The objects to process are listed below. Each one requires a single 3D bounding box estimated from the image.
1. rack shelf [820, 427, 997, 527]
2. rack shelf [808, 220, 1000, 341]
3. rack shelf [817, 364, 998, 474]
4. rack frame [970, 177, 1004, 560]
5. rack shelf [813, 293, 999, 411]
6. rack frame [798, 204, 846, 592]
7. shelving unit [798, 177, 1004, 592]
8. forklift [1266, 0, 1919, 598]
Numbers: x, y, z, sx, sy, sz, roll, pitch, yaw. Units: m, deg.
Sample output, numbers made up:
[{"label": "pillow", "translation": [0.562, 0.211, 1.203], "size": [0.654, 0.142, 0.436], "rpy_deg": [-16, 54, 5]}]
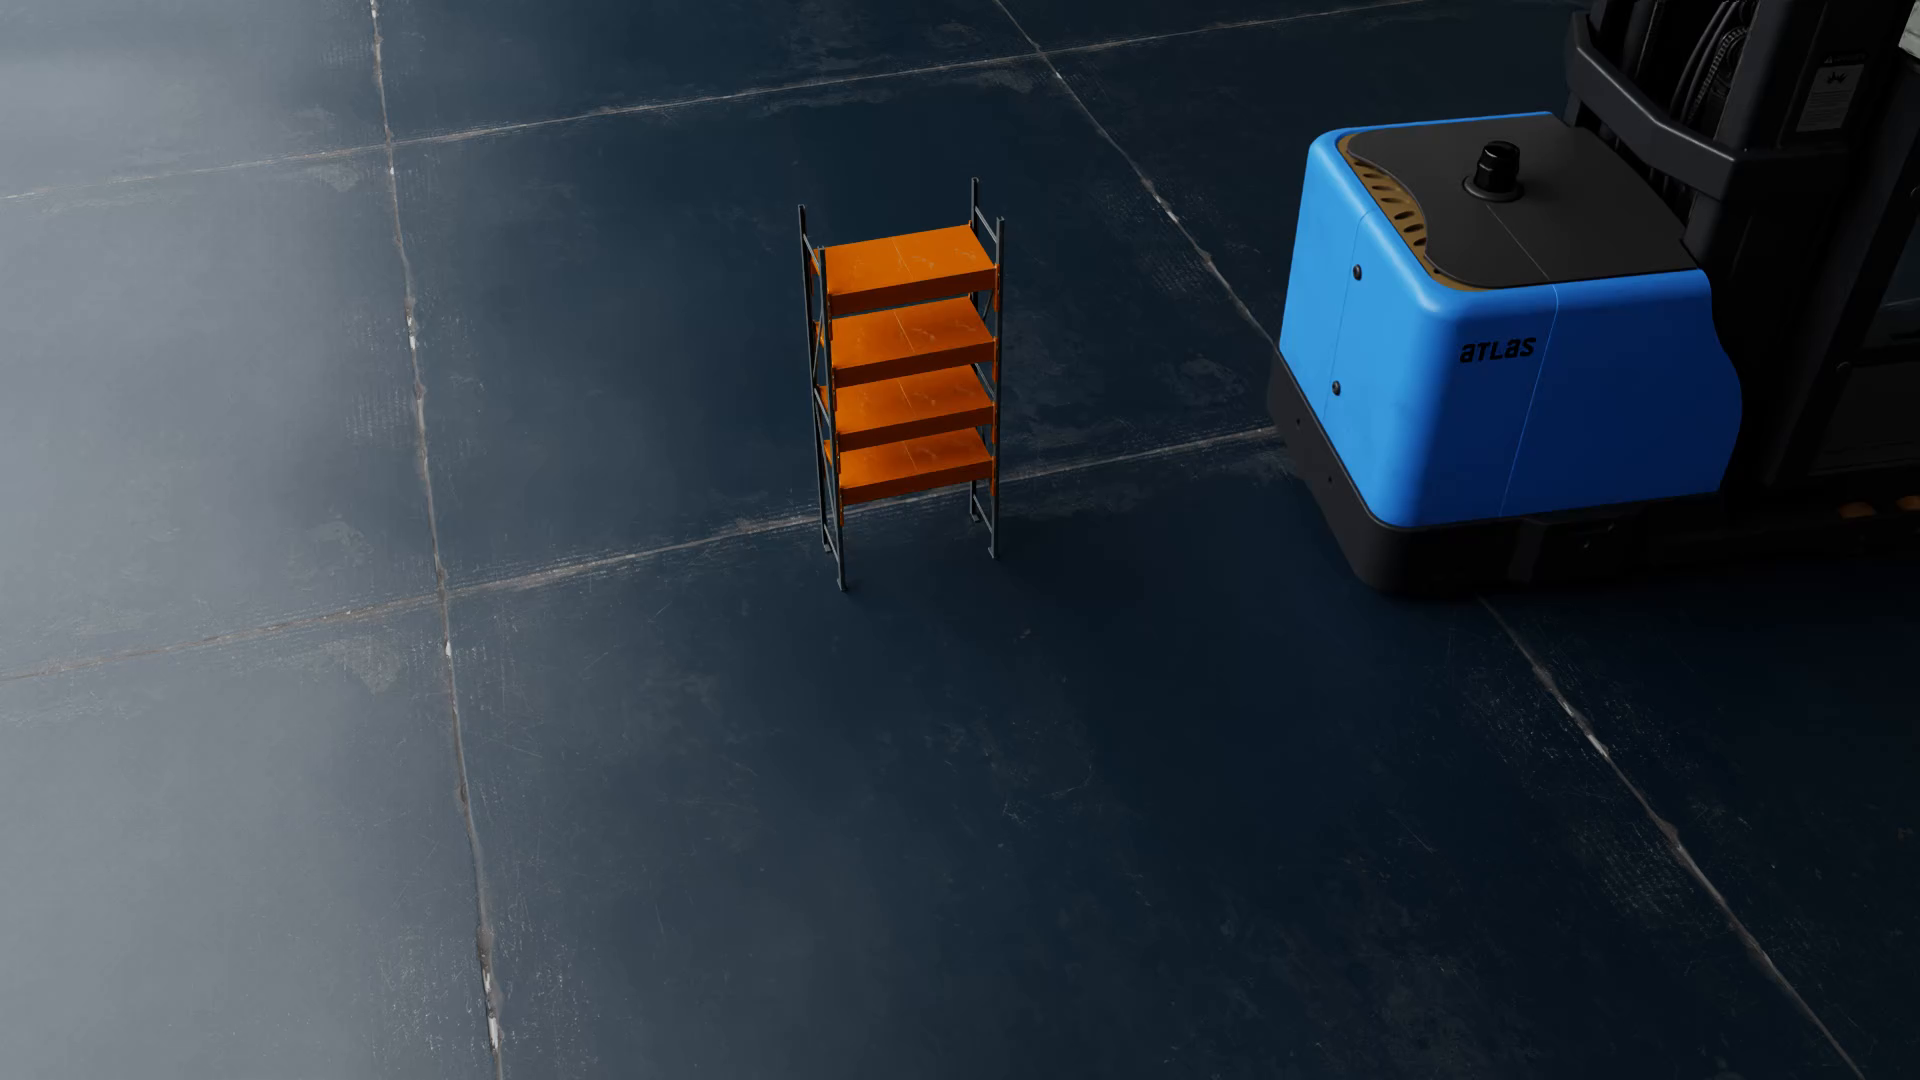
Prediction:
[{"label": "rack shelf", "translation": [-0.158, -0.219, 4.993], "size": [0.480, 0.148, 0.258], "rpy_deg": [-12, 42, -13]}, {"label": "rack shelf", "translation": [-0.158, -0.715, 4.559], "size": [0.480, 0.148, 0.258], "rpy_deg": [-12, 42, -13]}, {"label": "rack shelf", "translation": [-0.158, -0.368, 4.862], "size": [0.480, 0.148, 0.258], "rpy_deg": [-12, 42, -13]}, {"label": "rack frame", "translation": [0.075, -0.467, 4.873], "size": [0.015, 1.200, 0.240], "rpy_deg": [-12, 42, -13]}, {"label": "rack shelf", "translation": [-0.158, -0.537, 4.715], "size": [0.480, 0.148, 0.258], "rpy_deg": [-12, 42, -13]}, {"label": "rack frame", "translation": [-0.391, -0.371, 4.763], "size": [0.015, 1.200, 0.240], "rpy_deg": [-12, 42, -13]}, {"label": "shelving unit", "translation": [-0.158, -0.419, 4.818], "size": [0.503, 1.200, 0.258], "rpy_deg": [-12, 42, -13]}, {"label": "forklift", "translation": [2.609, -1.397, 4.622], "size": [3.031, 2.935, 1.130], "rpy_deg": [-7, 42, -8]}]
